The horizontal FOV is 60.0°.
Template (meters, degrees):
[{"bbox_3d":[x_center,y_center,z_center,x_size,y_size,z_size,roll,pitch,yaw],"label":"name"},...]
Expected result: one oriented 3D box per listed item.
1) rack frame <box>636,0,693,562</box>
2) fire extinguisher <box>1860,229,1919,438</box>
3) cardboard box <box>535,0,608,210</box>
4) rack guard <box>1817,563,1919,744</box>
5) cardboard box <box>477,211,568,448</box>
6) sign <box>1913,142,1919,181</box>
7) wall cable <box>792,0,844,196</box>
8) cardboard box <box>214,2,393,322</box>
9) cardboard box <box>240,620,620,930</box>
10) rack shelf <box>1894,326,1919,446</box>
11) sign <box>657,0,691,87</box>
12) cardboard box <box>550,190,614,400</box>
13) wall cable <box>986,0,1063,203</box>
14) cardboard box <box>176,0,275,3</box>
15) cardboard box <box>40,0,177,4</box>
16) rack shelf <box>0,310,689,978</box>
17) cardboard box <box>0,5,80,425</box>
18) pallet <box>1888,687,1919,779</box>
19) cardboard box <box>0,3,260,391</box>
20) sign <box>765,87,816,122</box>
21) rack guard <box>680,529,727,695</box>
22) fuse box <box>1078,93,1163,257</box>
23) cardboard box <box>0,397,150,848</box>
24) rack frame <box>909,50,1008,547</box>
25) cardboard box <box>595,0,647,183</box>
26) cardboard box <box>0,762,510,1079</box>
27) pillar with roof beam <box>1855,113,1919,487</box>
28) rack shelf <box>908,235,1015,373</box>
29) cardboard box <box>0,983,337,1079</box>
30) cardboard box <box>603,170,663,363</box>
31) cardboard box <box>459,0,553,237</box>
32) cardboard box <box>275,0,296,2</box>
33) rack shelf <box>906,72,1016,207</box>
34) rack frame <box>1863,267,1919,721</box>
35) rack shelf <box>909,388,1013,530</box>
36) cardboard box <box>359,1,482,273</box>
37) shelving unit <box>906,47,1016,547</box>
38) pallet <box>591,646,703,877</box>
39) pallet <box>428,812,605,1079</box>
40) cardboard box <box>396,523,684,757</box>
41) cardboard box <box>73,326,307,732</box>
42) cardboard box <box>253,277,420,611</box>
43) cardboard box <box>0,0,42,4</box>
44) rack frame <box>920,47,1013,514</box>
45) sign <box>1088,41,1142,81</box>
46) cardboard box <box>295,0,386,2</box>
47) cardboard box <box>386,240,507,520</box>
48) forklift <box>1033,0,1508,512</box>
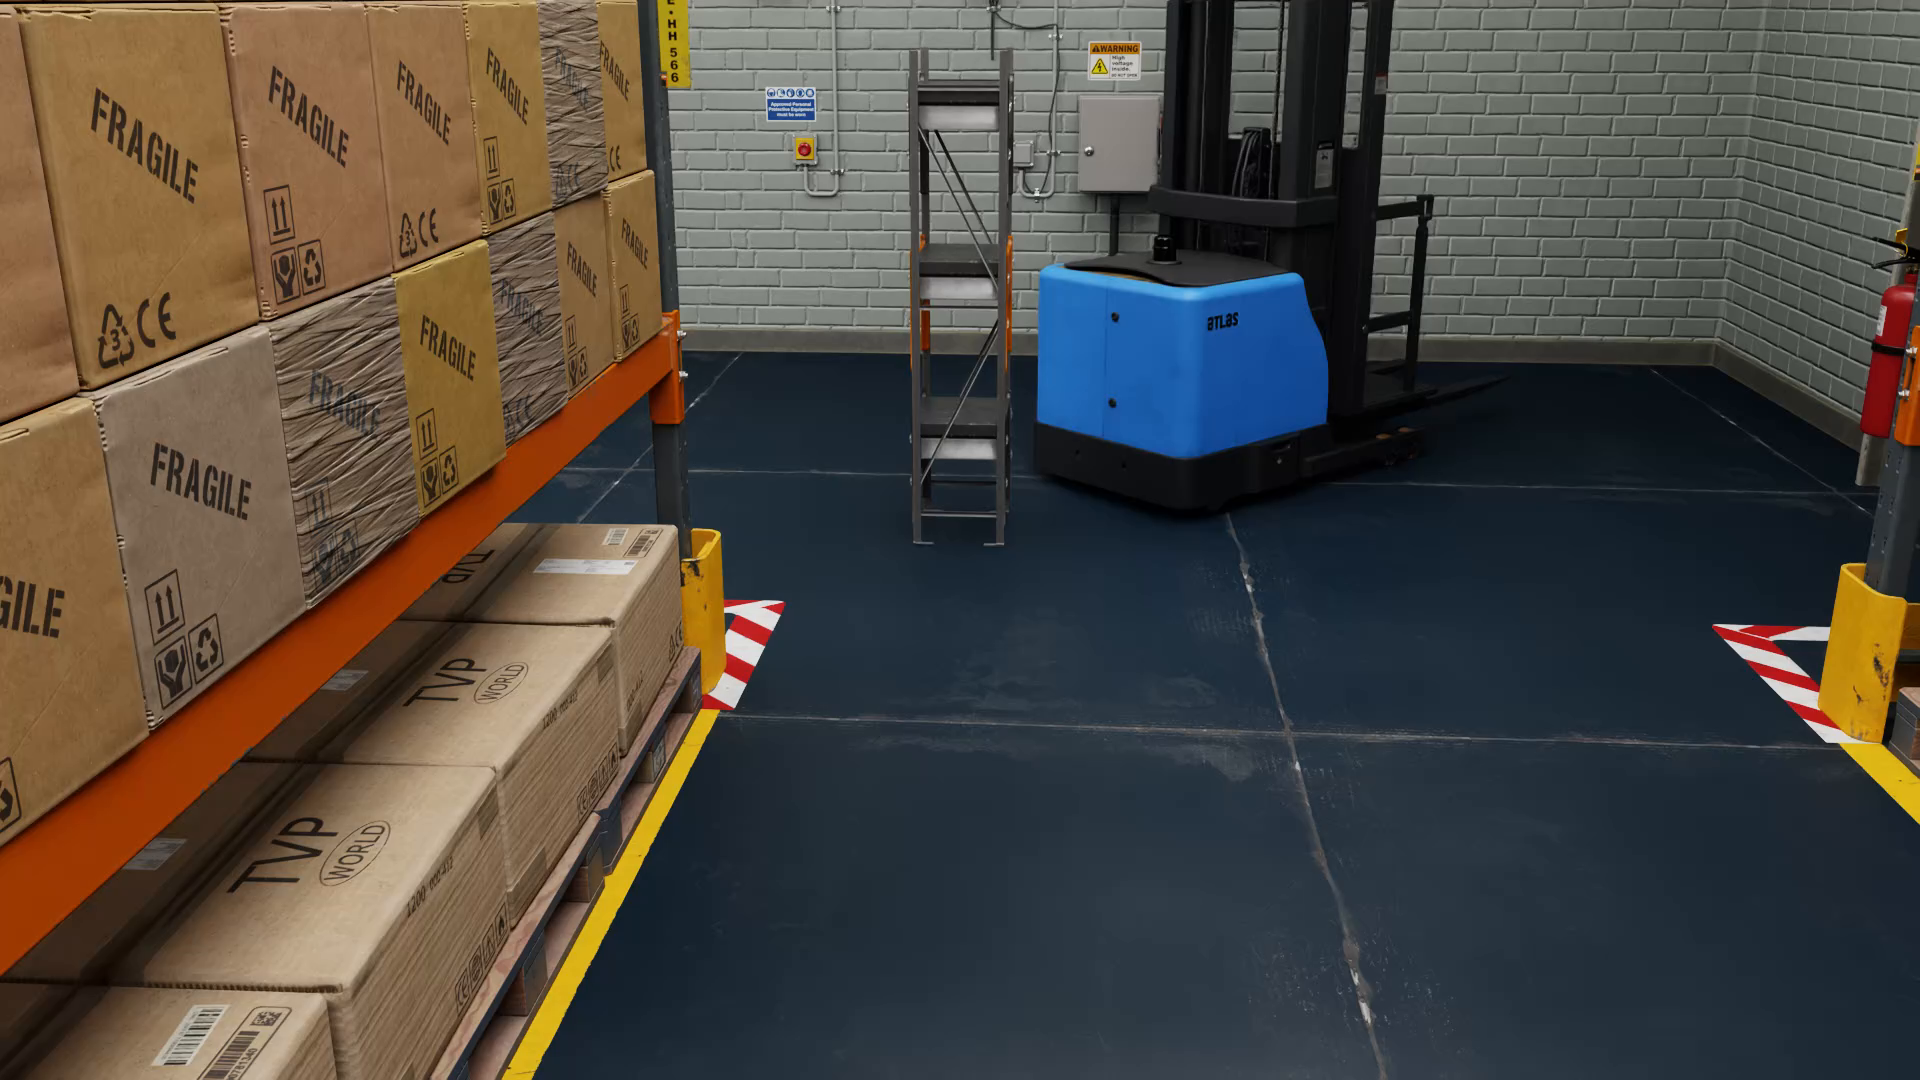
[{"bbox_3d":[-1.439,-0.940,5.474,1.000,3.000,0.127,1,18,4],"label":"rack frame"},{"bbox_3d":[3.061,-0.672,5.381,0.296,0.674,0.183,1,18,4],"label":"fire extinguisher"},{"bbox_3d":[-1.245,-1.145,4.333,0.500,0.500,0.500,1,18,4],"label":"cardboard box"},{"bbox_3d":[3.506,0.381,5.457,1.175,0.500,0.348,1,18,4],"label":"rack guard"},{"bbox_3d":[-1.288,-0.516,4.021,0.500,0.500,0.500,2,18,6],"label":"cardboard box"},{"bbox_3d":[2.970,-1.254,5.042,0.100,0.325,0.005,1,18,4],"label":"sign"},{"bbox_3d":[-1.059,-3.189,10.658,0.585,1.953,0.123,1,18,4],"label":"wall cable"},{"bbox_3d":[-1.360,-0.678,2.910,0.500,0.500,0.500,2,18,5],"label":"cardboard box"},{"bbox_3d":[-1.444,0.570,4.308,0.875,0.438,0.875,2,18,5],"label":"cardboard box"},{"bbox_3d":[3.368,0.133,3.356,1.077,0.370,4.000,1,18,4],"label":"rack shelf"},{"bbox_3d":[-0.899,-1.586,5.207,0.100,0.325,0.005,1,18,4],"label":"sign"},{"bbox_3d":[-1.261,-0.676,4.509,0.500,0.500,0.500,1,18,3],"label":"cardboard box"},{"bbox_3d":[0.357,-3.147,10.577,0.588,1.984,0.122,1,18,4],"label":"wall cable"},{"bbox_3d":[-1.339,-0.939,2.663,0.380,0.149,0.250,1,18,2],"label":"cardboard box"},{"bbox_3d":[-1.387,-0.857,2.413,0.380,0.149,0.250,1,18,4],"label":"cardboard box"},{"bbox_3d":[-1.583,0.023,3.691,1.077,0.370,4.000,1,18,4],"label":"rack shelf"},{"bbox_3d":[-1.450,-0.363,1.947,0.500,0.500,0.500,1,18,4],"label":"cardboard box"},{"bbox_3d":[3.450,0.766,4.746,1.003,0.211,1.213,1,18,4],"label":"pallet"},{"bbox_3d":[-1.408,-0.520,2.425,0.500,0.500,0.500,1,18,3],"label":"cardboard box"},{"bbox_3d":[-1.102,-2.840,10.840,0.327,0.218,0.001,1,18,4],"label":"sign"},{"bbox_3d":[-1.438,0.240,5.886,1.175,0.500,0.348,1,18,4],"label":"rack guard"},{"bbox_3d":[1.026,-1.987,10.740,0.539,1.711,0.414,1,18,4],"label":"fuse box"},{"bbox_3d":[-1.431,0.115,2.094,0.500,0.500,0.500,2,18,6],"label":"cardboard box"},{"bbox_3d":[-0.006,-0.973,7.022,0.400,2.100,0.015,1,18,4],"label":"rack frame"},{"bbox_3d":[-1.237,-1.308,4.830,0.500,0.500,0.500,2,18,6],"label":"cardboard box"},{"bbox_3d":[-1.511,0.850,3.453,0.875,0.438,0.875,1,18,2],"label":"cardboard box"},{"bbox_3d":[0.310,-4.595,6.993,9.100,9.000,0.400,1,18,4],"label":"pillar with roof beam"},{"bbox_3d":[0.012,-1.036,7.257,0.431,0.518,0.480,1,18,4],"label":"rack shelf"},{"bbox_3d":[-1.574,1.128,2.604,0.875,0.438,0.875,1,18,3],"label":"cardboard box"},{"bbox_3d":[-1.210,-0.832,4.984,0.500,0.500,0.500,1,18,4],"label":"cardboard box"},{"bbox_3d":[-1.283,-0.991,3.864,0.500,0.500,0.500,1,18,4],"label":"cardboard box"},{"bbox_3d":[-1.403,-1.019,2.906,0.380,0.149,0.250,1,18,4],"label":"cardboard box"},{"bbox_3d":[0.012,-1.701,7.039,0.431,0.518,0.480,1,18,4],"label":"rack shelf"},{"bbox_3d":[3.512,-0.830,5.140,1.000,3.000,0.127,1,18,4],"label":"rack frame"},{"bbox_3d":[0.012,-0.371,7.475,0.431,0.518,0.480,1,18,4],"label":"rack shelf"},{"bbox_3d":[-1.321,-0.835,3.388,0.500,0.500,0.500,1,18,4],"label":"cardboard box"},{"bbox_3d":[0.012,-1.049,7.253,0.431,2.100,0.503,1,18,4],"label":"shelving unit"},{"bbox_3d":[-1.419,0.635,5.145,1.003,0.211,1.213,1,18,4],"label":"pallet"},{"bbox_3d":[-1.509,1.013,3.992,1.003,0.211,1.213,1,18,4],"label":"pallet"},{"bbox_3d":[-1.387,0.285,5.176,0.875,0.438,0.875,1,18,2],"label":"cardboard box"},{"bbox_3d":[-1.391,-0.041,2.571,0.500,0.500,0.500,1,18,4],"label":"cardboard box"},{"bbox_3d":[-1.349,-0.196,3.042,0.500,0.500,0.500,1,18,4],"label":"cardboard box"},{"bbox_3d":[-1.466,-0.781,2.182,0.380,0.149,0.250,1,18,3],"label":"cardboard box"},{"bbox_3d":[0.029,-1.125,7.484,0.400,2.100,0.015,1,18,4],"label":"rack frame"},{"bbox_3d":[0.986,-3.058,10.611,0.339,0.242,0.001,1,18,4],"label":"sign"},{"bbox_3d":[-1.317,-1.093,3.135,0.380,0.149,0.250,1,18,4],"label":"cardboard box"},{"bbox_3d":[-1.312,-0.356,3.530,0.500,0.500,0.500,2,18,6],"label":"cardboard box"},{"bbox_3d":[1.802,-1.885,8.469,3.031,2.935,1.130,-15,24,-39],"label":"forklift"}]
